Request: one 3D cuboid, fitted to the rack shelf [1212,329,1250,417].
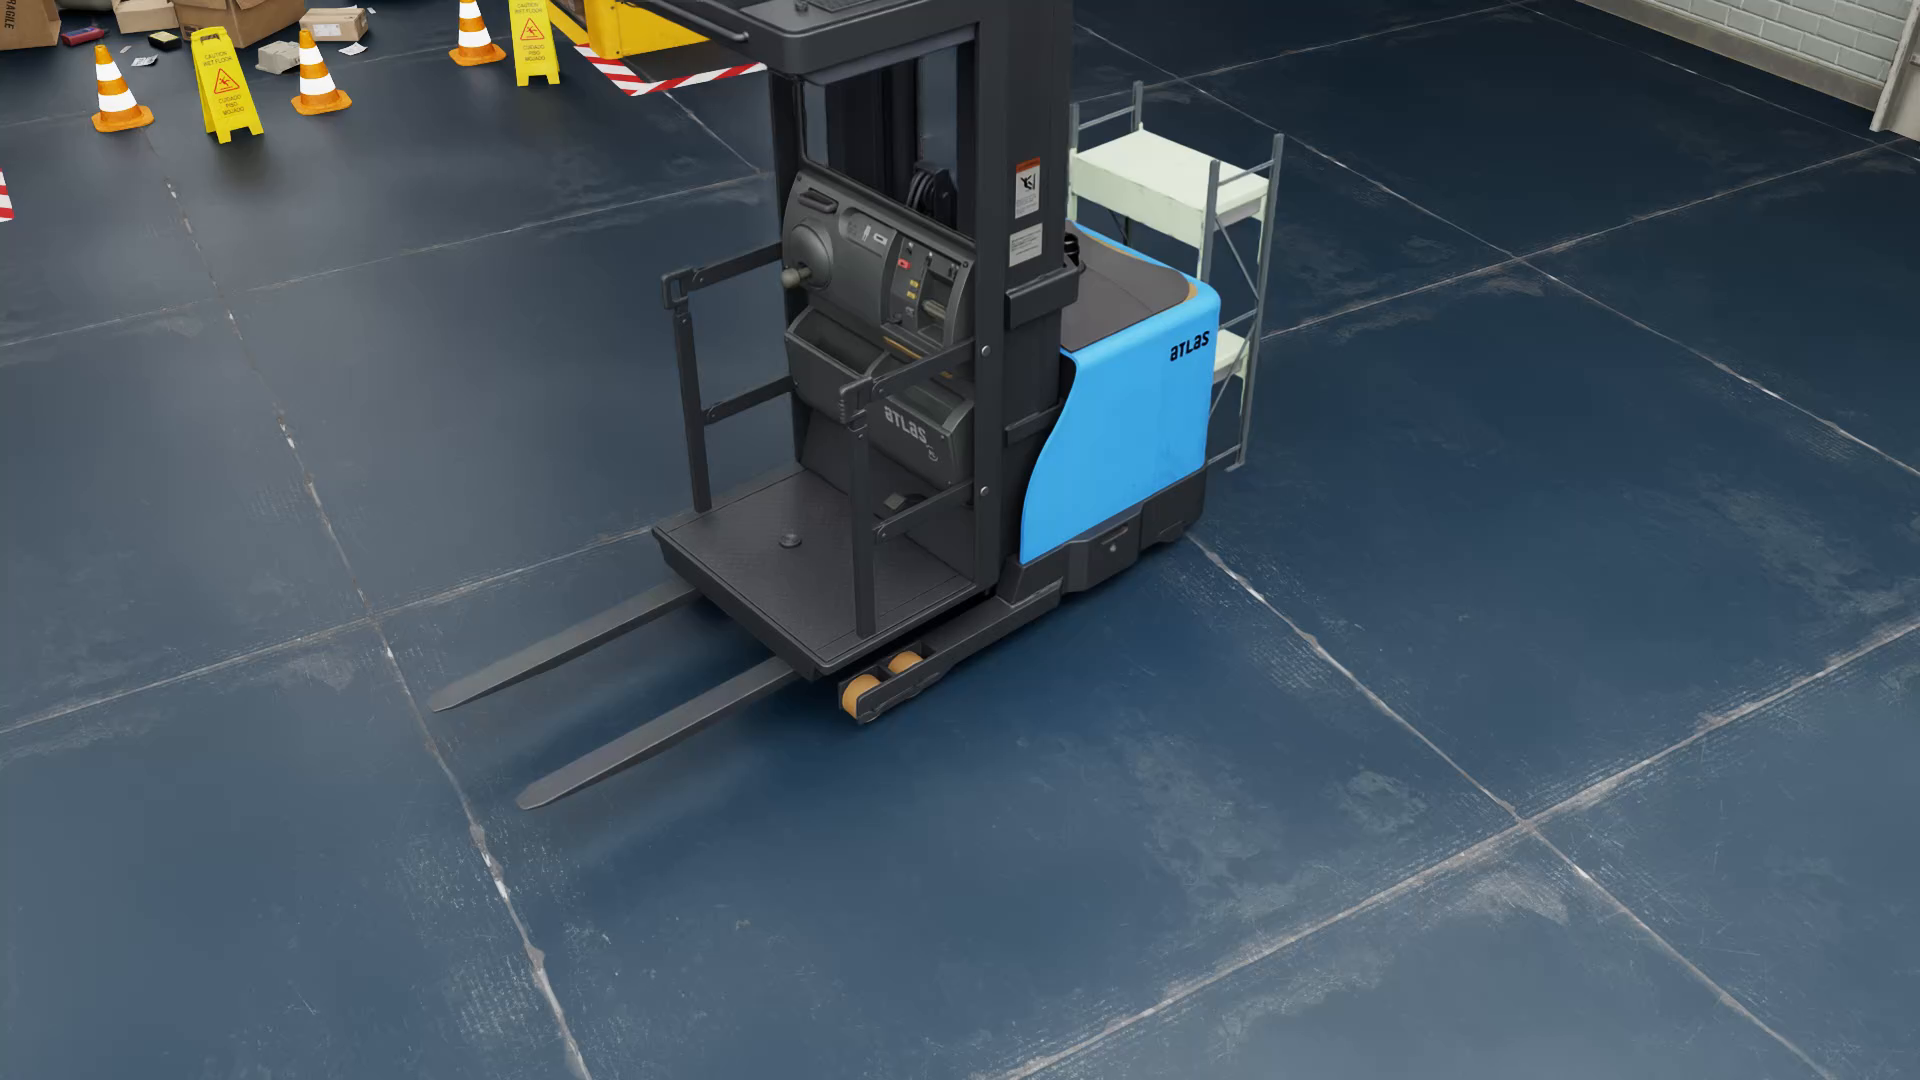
[{"bbox_3d":[0.832,-0.759,7.070,0.431,0.370,0.720,-28,44,-33],"label":"rack shelf"}]

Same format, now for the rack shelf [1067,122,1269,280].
[{"bbox_3d":[0.832,-1.337,6.648,0.431,0.370,0.720,-28,44,-33],"label":"rack shelf"}]

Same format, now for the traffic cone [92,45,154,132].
[{"bbox_3d":[-5.193,-2.794,10.183,0.336,0.463,0.334,-19,40,-24],"label":"traffic cone"}]

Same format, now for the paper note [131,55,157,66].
[{"bbox_3d":[-5.453,-3.208,11.118,0.144,0.017,0.142,-6,37,-8],"label":"paper note"}]

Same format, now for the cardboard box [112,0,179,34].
[{"bbox_3d":[-5.707,-3.732,11.634,0.396,0.266,0.258,-12,38,-16],"label":"cardboard box"}]

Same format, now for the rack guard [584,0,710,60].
[{"bbox_3d":[-1.963,-3.674,11.357,1.175,0.500,0.348,-19,40,-24],"label":"rack guard"}]

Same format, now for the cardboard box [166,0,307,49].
[{"bbox_3d":[-4.996,-3.782,11.502,0.637,0.503,0.797,12,38,16],"label":"cardboard box"}]

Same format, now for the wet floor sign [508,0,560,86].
[{"bbox_3d":[-2.754,-3.280,10.694,0.267,0.644,0.232,-6,37,-8],"label":"wet floor sign"}]

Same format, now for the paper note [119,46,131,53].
[{"bbox_3d":[-5.678,-3.338,11.312,0.032,0.001,0.123,0,36,0],"label":"paper note"}]

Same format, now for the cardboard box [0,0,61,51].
[{"bbox_3d":[-6.496,-3.671,11.350,0.500,0.500,0.500,-12,38,-16],"label":"cardboard box"}]

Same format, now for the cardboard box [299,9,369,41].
[{"bbox_3d":[-4.329,-3.563,11.502,0.380,0.149,0.250,0,36,0],"label":"cardboard box"}]

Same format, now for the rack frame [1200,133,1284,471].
[{"bbox_3d":[1.076,-0.861,6.658,0.400,1.500,0.023,-28,44,-33],"label":"rack frame"}]

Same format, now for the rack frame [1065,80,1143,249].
[{"bbox_3d":[0.589,-1.183,7.099,0.400,1.500,0.023,-28,44,-33],"label":"rack frame"}]

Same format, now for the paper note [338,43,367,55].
[{"bbox_3d":[-4.121,-3.338,11.295,0.142,0.019,0.148,26,44,31],"label":"paper note"}]

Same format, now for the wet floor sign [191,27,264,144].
[{"bbox_3d":[-4.427,-2.748,9.965,0.267,0.644,0.232,-26,44,-31],"label":"wet floor sign"}]

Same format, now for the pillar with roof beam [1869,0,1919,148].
[{"bbox_3d":[2.087,-4.827,5.729,9.100,9.000,0.400,-19,40,-24],"label":"pillar with roof beam"}]

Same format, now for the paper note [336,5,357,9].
[{"bbox_3d":[-4.418,-3.811,11.952,0.148,0.019,0.142,-6,37,-8],"label":"paper note"}]

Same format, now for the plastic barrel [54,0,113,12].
[{"bbox_3d":[-6.267,-4.002,11.871,0.512,0.421,0.421,6,37,8],"label":"plastic barrel"}]

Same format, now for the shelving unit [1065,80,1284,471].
[{"bbox_3d":[0.832,-1.022,6.878,0.431,1.500,0.755,-28,44,-33],"label":"shelving unit"}]

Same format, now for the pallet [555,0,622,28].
[{"bbox_3d":[-2.340,-3.982,12.024,1.003,0.211,1.213,-19,40,-24],"label":"pallet"}]

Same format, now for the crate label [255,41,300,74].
[{"bbox_3d":[-4.493,-3.206,11.024,0.298,0.136,0.250,19,40,24],"label":"crate label"}]

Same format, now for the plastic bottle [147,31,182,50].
[{"bbox_3d":[-5.466,-3.427,11.390,0.283,0.061,0.133,26,44,31],"label":"plastic bottle"}]

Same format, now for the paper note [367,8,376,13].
[{"bbox_3d":[-4.231,-3.807,11.954,0.032,0.001,0.123,-19,40,-24],"label":"paper note"}]

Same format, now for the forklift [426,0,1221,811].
[{"bbox_3d":[-0.448,-0.892,5.486,3.031,2.935,1.130,-27,44,-32],"label":"forklift"}]

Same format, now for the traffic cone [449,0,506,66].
[{"bbox_3d":[-3.256,-3.458,11.092,0.336,0.463,0.334,-19,40,-24],"label":"traffic cone"}]

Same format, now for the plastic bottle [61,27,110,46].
[{"bbox_3d":[-6.028,-3.483,11.467,0.133,0.061,0.283,26,44,31],"label":"plastic bottle"}]

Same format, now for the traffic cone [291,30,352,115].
[{"bbox_3d":[-4.045,-2.955,10.404,0.336,0.463,0.334,-19,40,-24],"label":"traffic cone"}]
